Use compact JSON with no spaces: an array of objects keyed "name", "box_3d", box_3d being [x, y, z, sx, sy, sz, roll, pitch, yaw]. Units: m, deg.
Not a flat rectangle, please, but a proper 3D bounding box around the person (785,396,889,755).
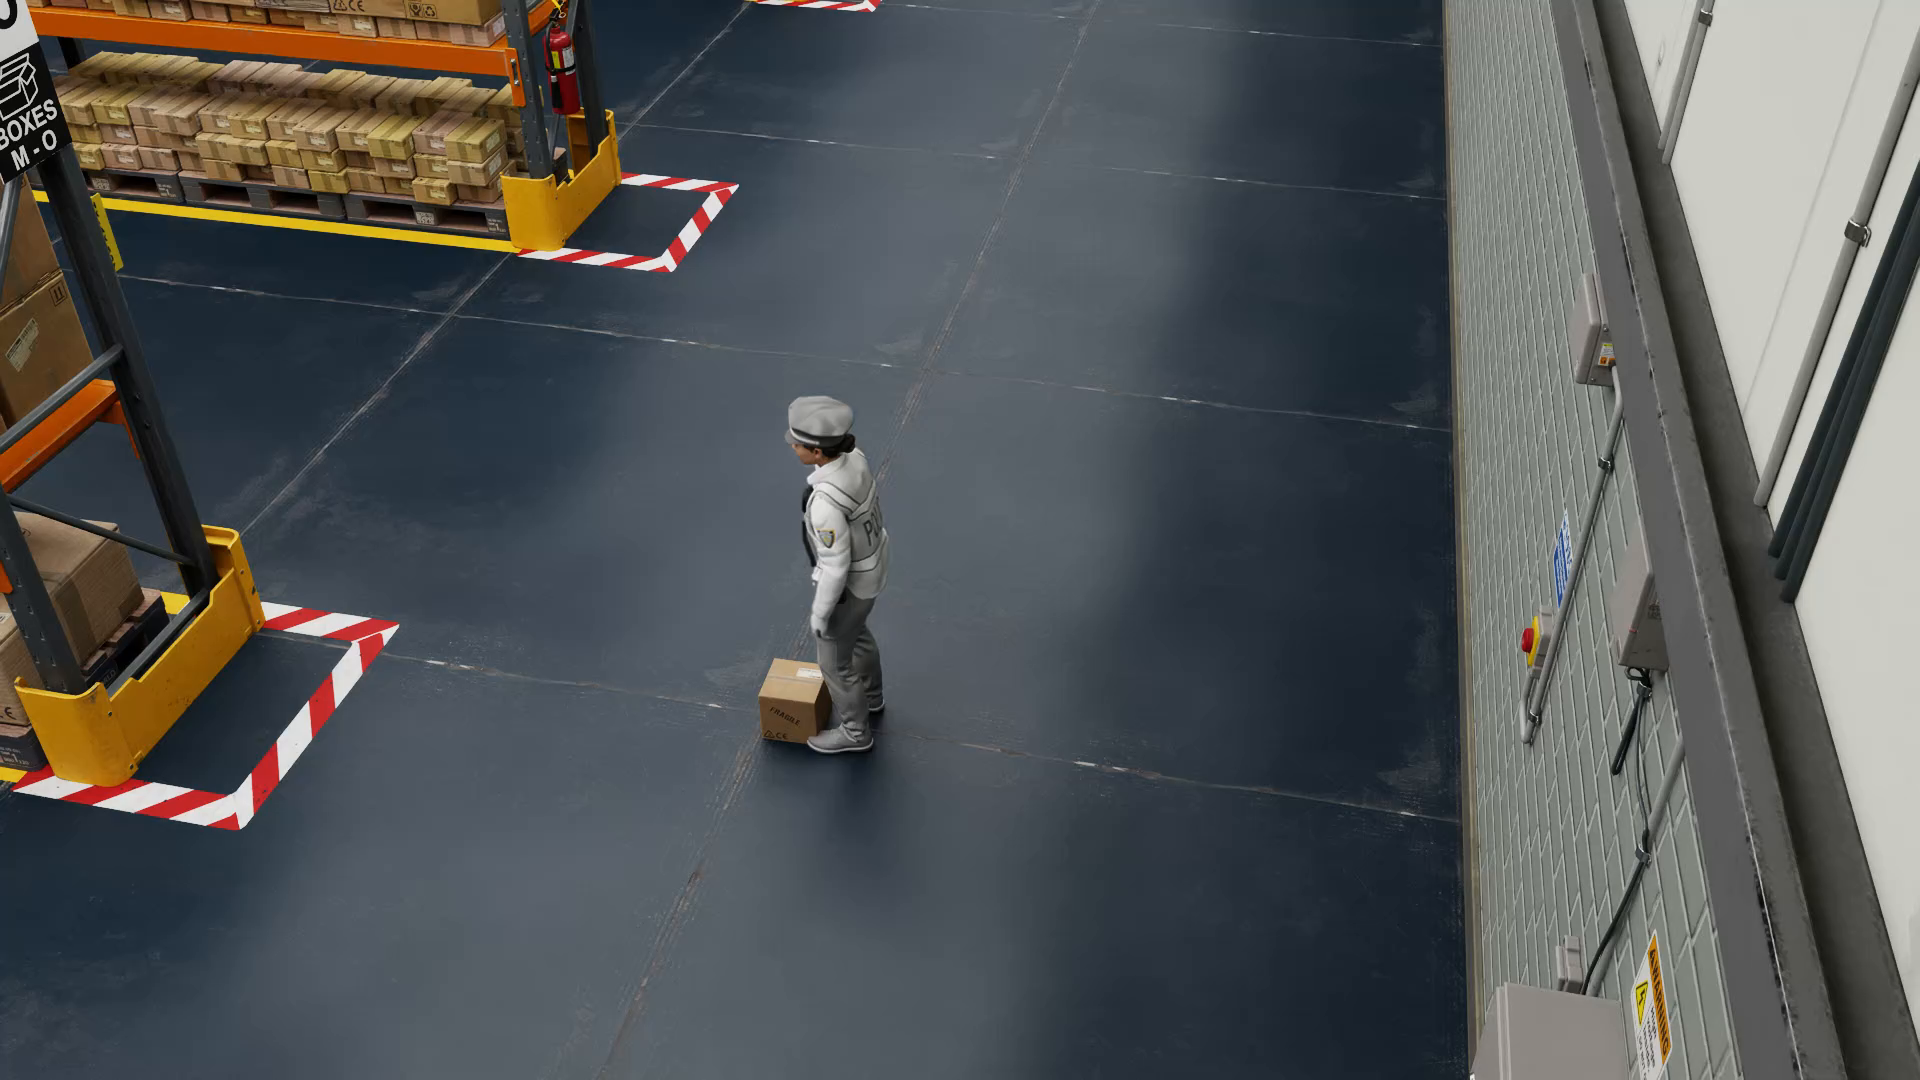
[{"name":"person","box_3d":[-0.479,0.165,6.737,0.370,1.666,0.544,6,37,8]}]
